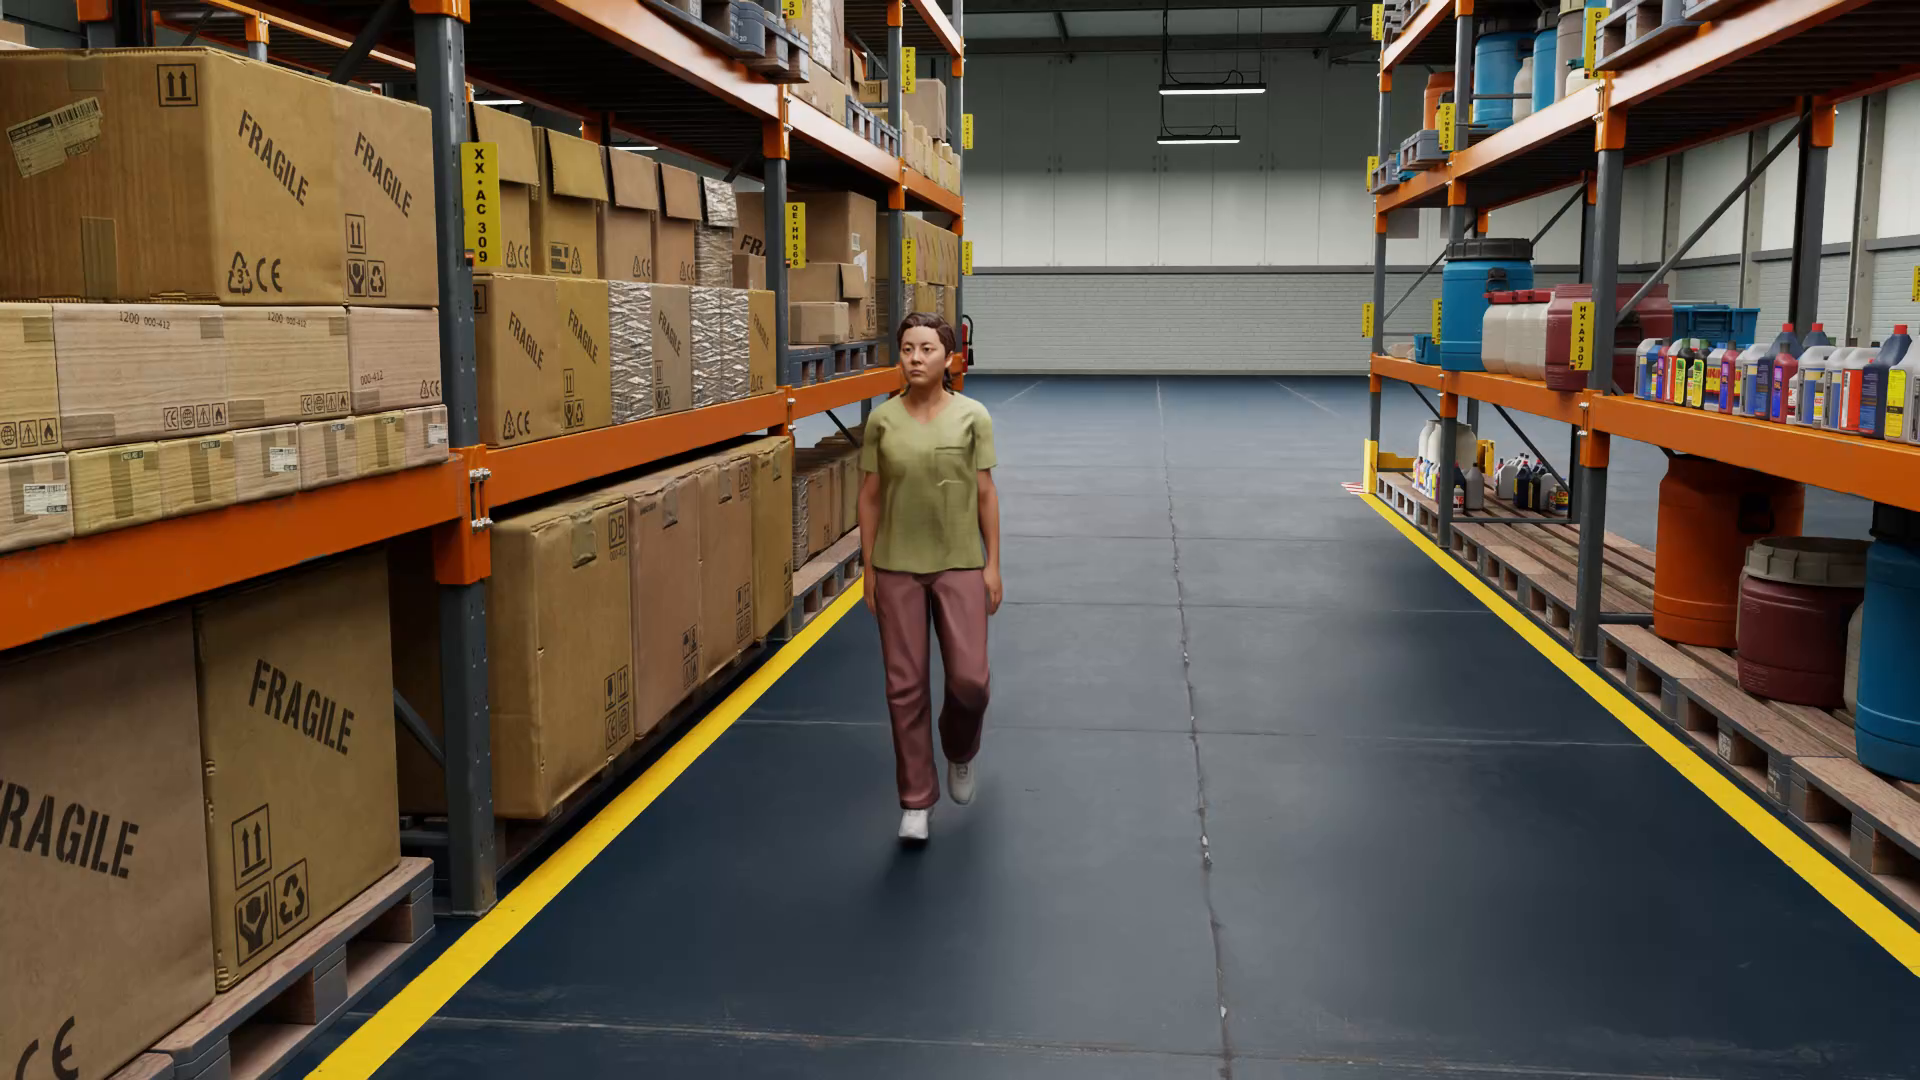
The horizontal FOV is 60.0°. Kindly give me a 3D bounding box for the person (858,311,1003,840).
[{"bbox_3d":[-0.097,0.105,5.343,0.466,1.663,0.504,1,8,6],"label":"person"}]
